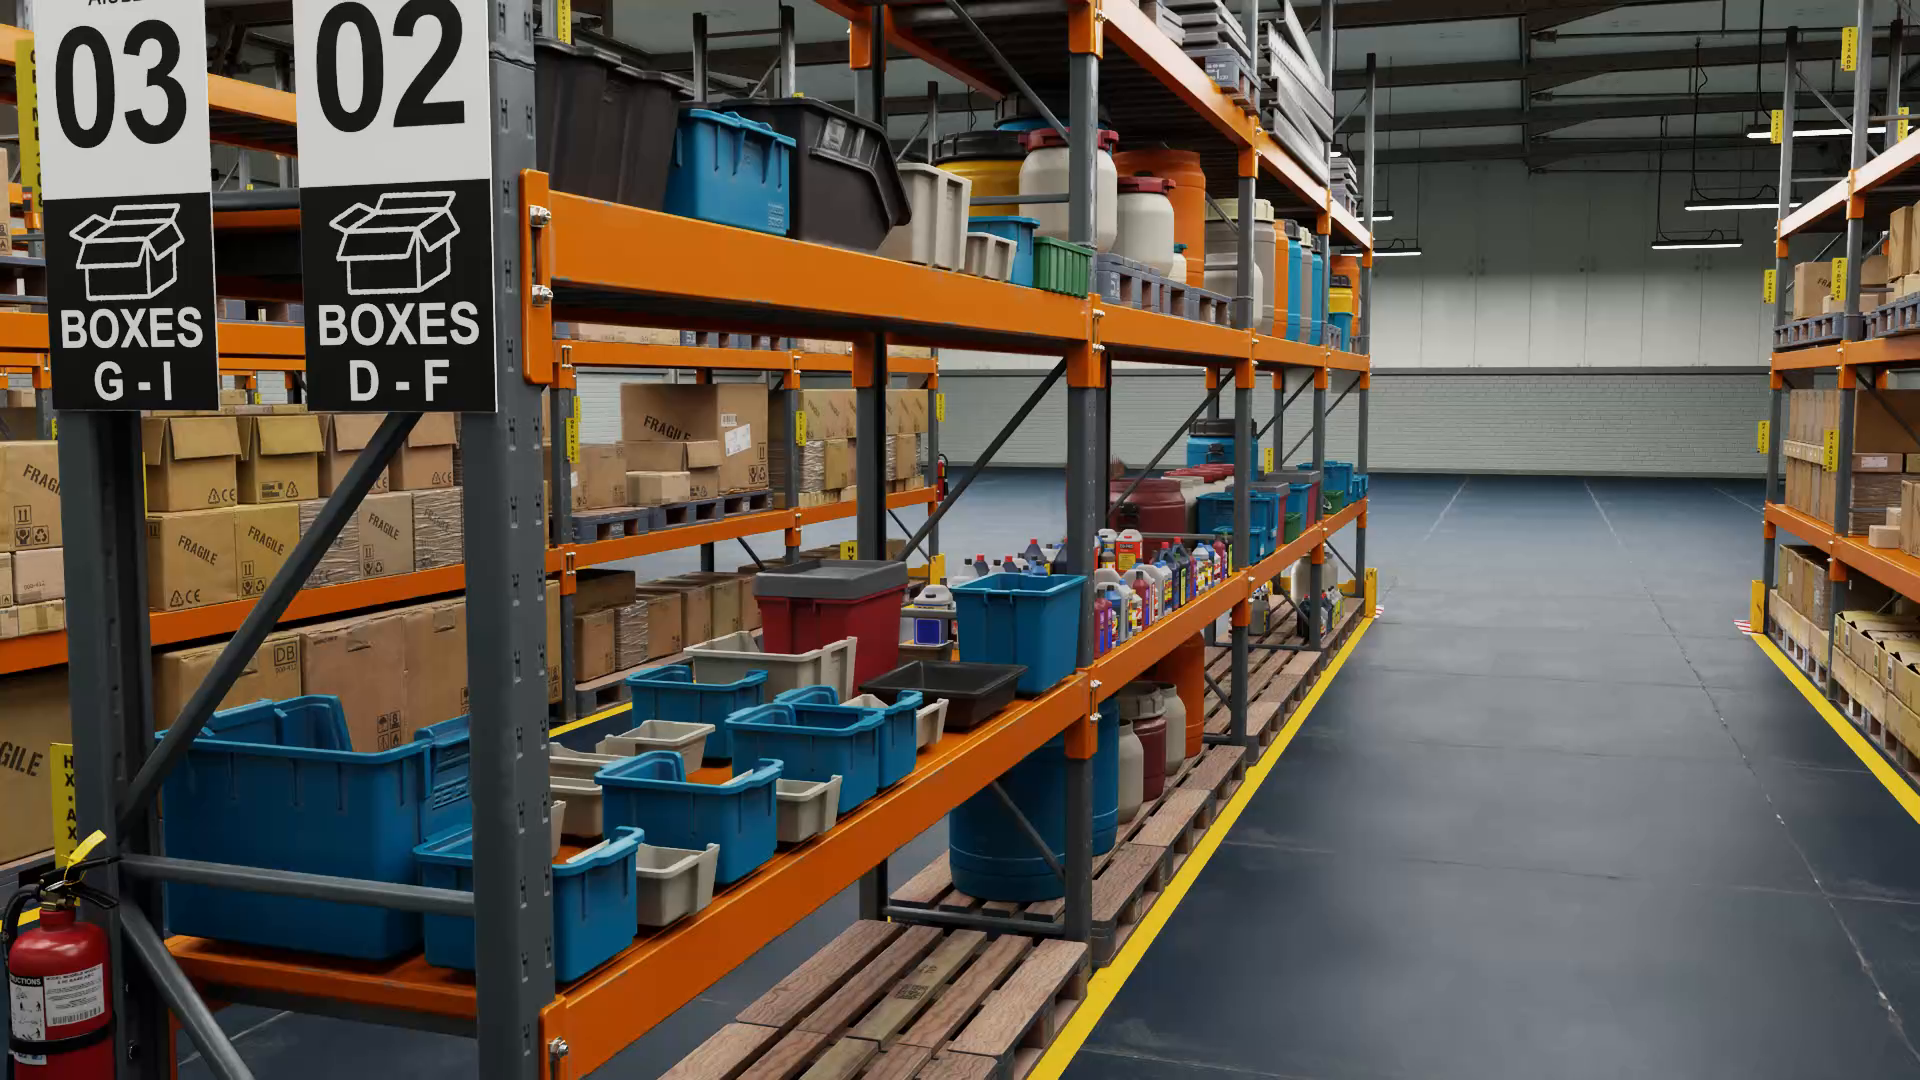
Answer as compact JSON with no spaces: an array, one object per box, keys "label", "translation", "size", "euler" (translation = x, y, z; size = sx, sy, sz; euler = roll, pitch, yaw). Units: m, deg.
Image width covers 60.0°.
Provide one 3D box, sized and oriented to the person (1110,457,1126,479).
[{"label":"person","translation":[1.627,-0.067,18.270],"size":[0.920,1.686,0.550],"euler":[-4,6,-35]}]
